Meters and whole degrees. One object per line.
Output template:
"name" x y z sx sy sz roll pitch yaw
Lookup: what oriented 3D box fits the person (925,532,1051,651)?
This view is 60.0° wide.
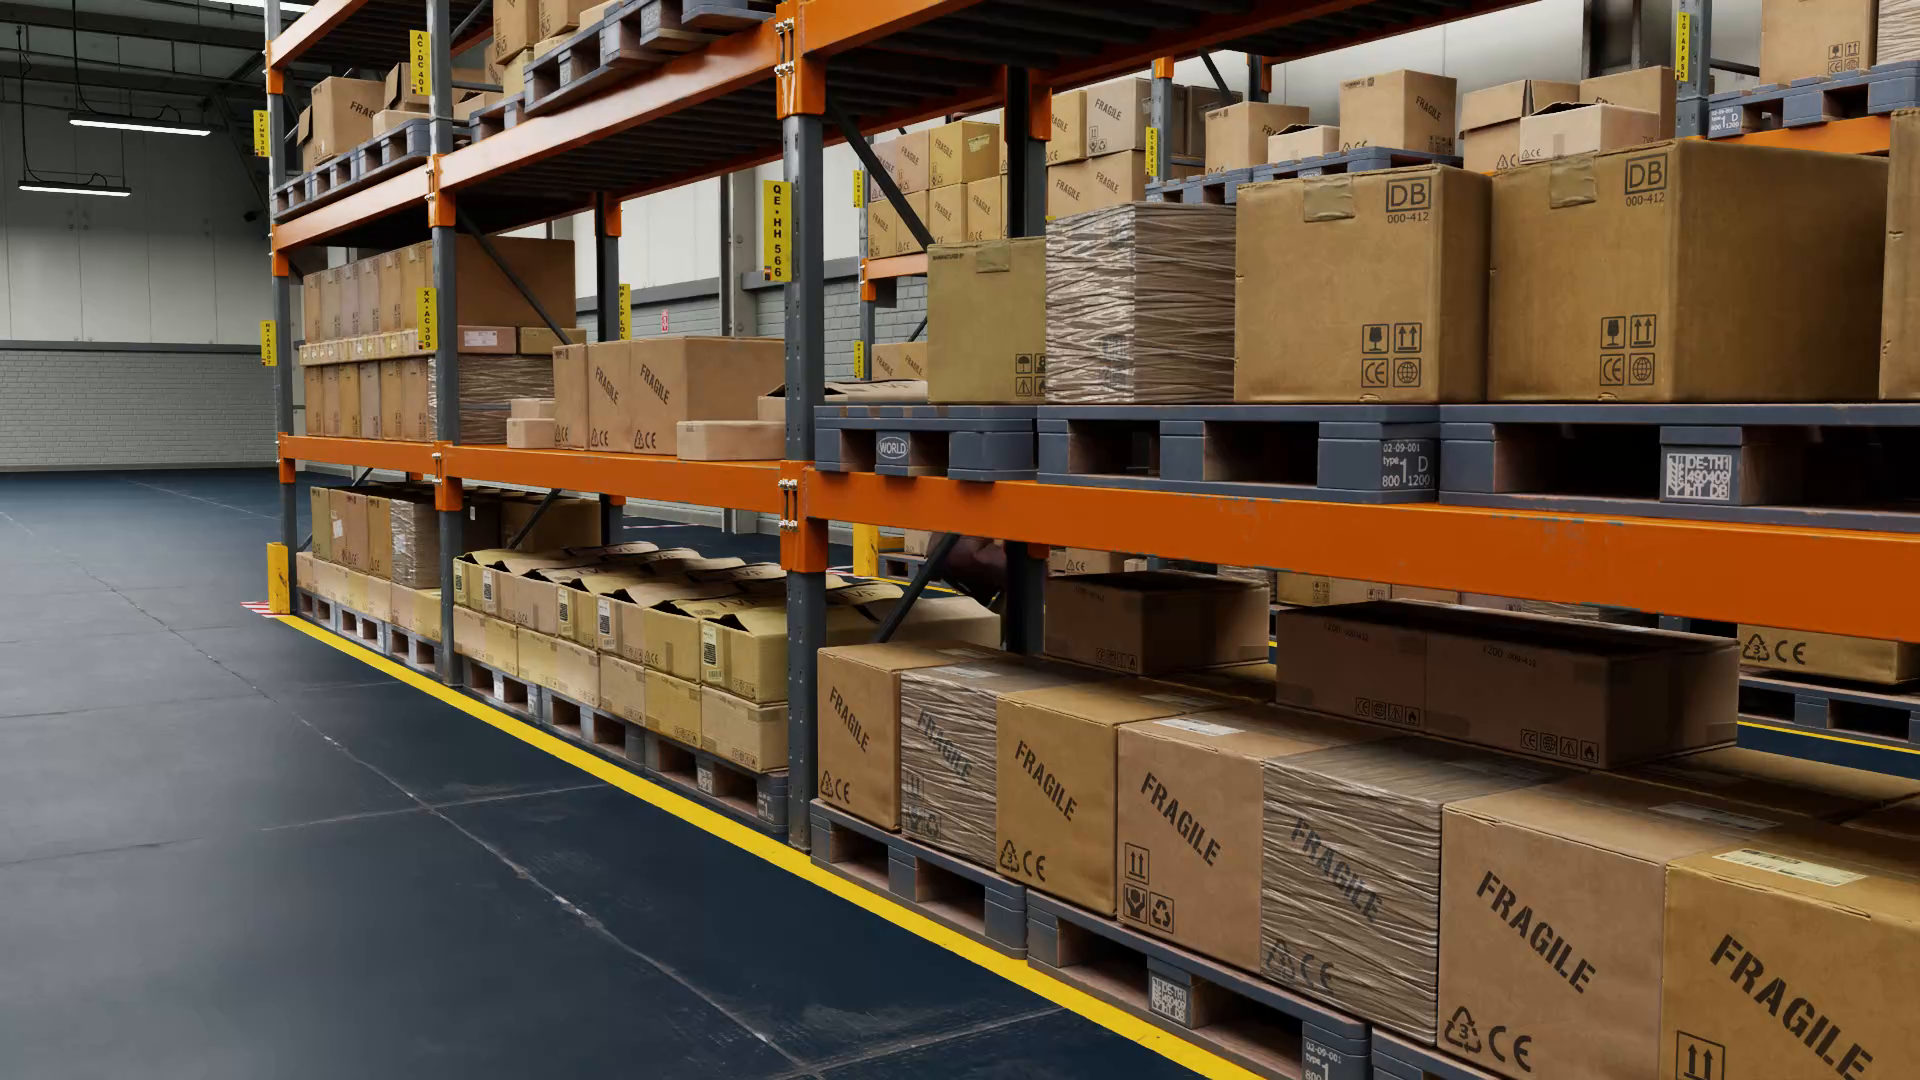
"person" 0.165 0.120 10.133 0.830 1.165 0.622 -3 5 -34
